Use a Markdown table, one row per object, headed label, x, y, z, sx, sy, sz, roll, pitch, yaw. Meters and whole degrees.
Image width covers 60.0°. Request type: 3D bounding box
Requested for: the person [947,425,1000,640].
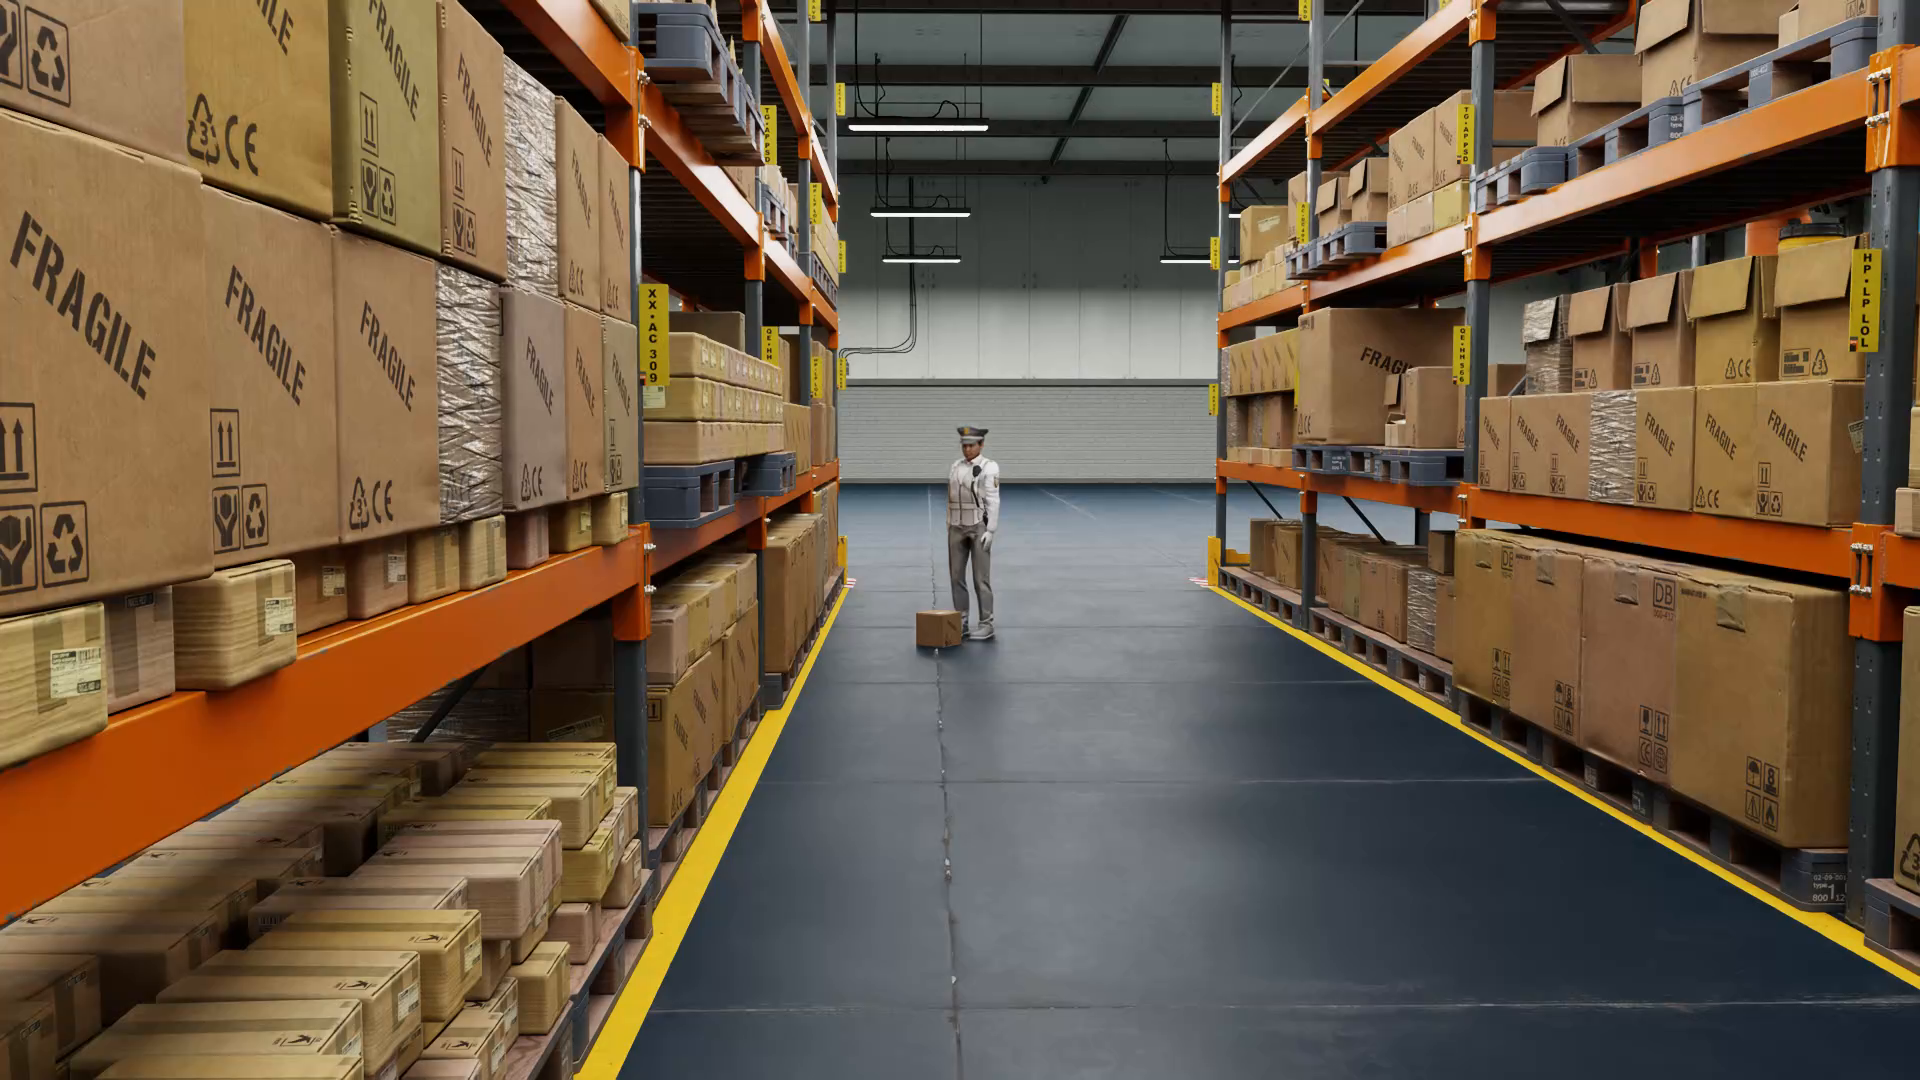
| label | x | y | z | sx | sy | sz | roll | pitch | yaw |
| --- | --- | --- | --- | --- | --- | --- | --- | --- | --- |
| person | 0.090 | -0.062 | 12.947 | 0.469 | 1.663 | 0.328 | 2 | 5 | 33 |
